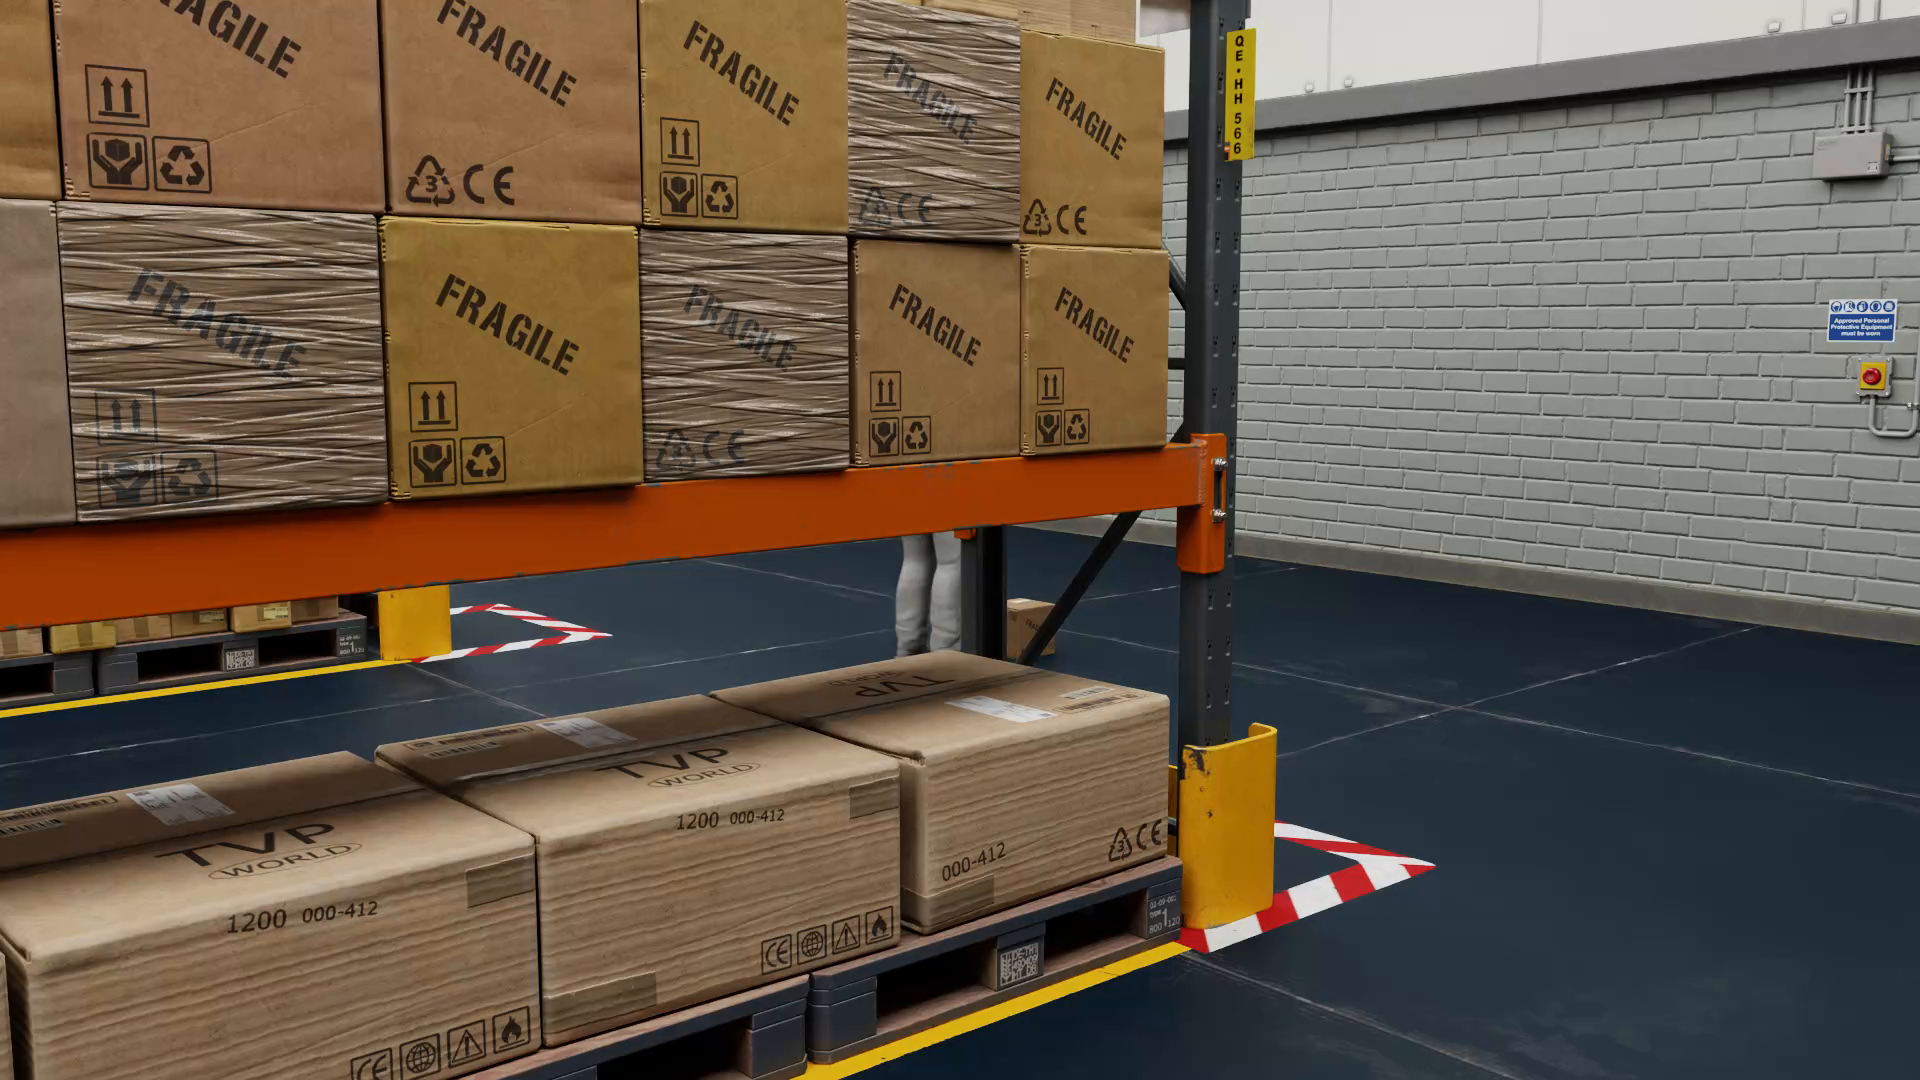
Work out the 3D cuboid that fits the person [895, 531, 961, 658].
[{"bbox_3d":[-0.095,-0.272,7.810,0.395,1.768,0.525,-6,10,-40],"label":"person"}]
